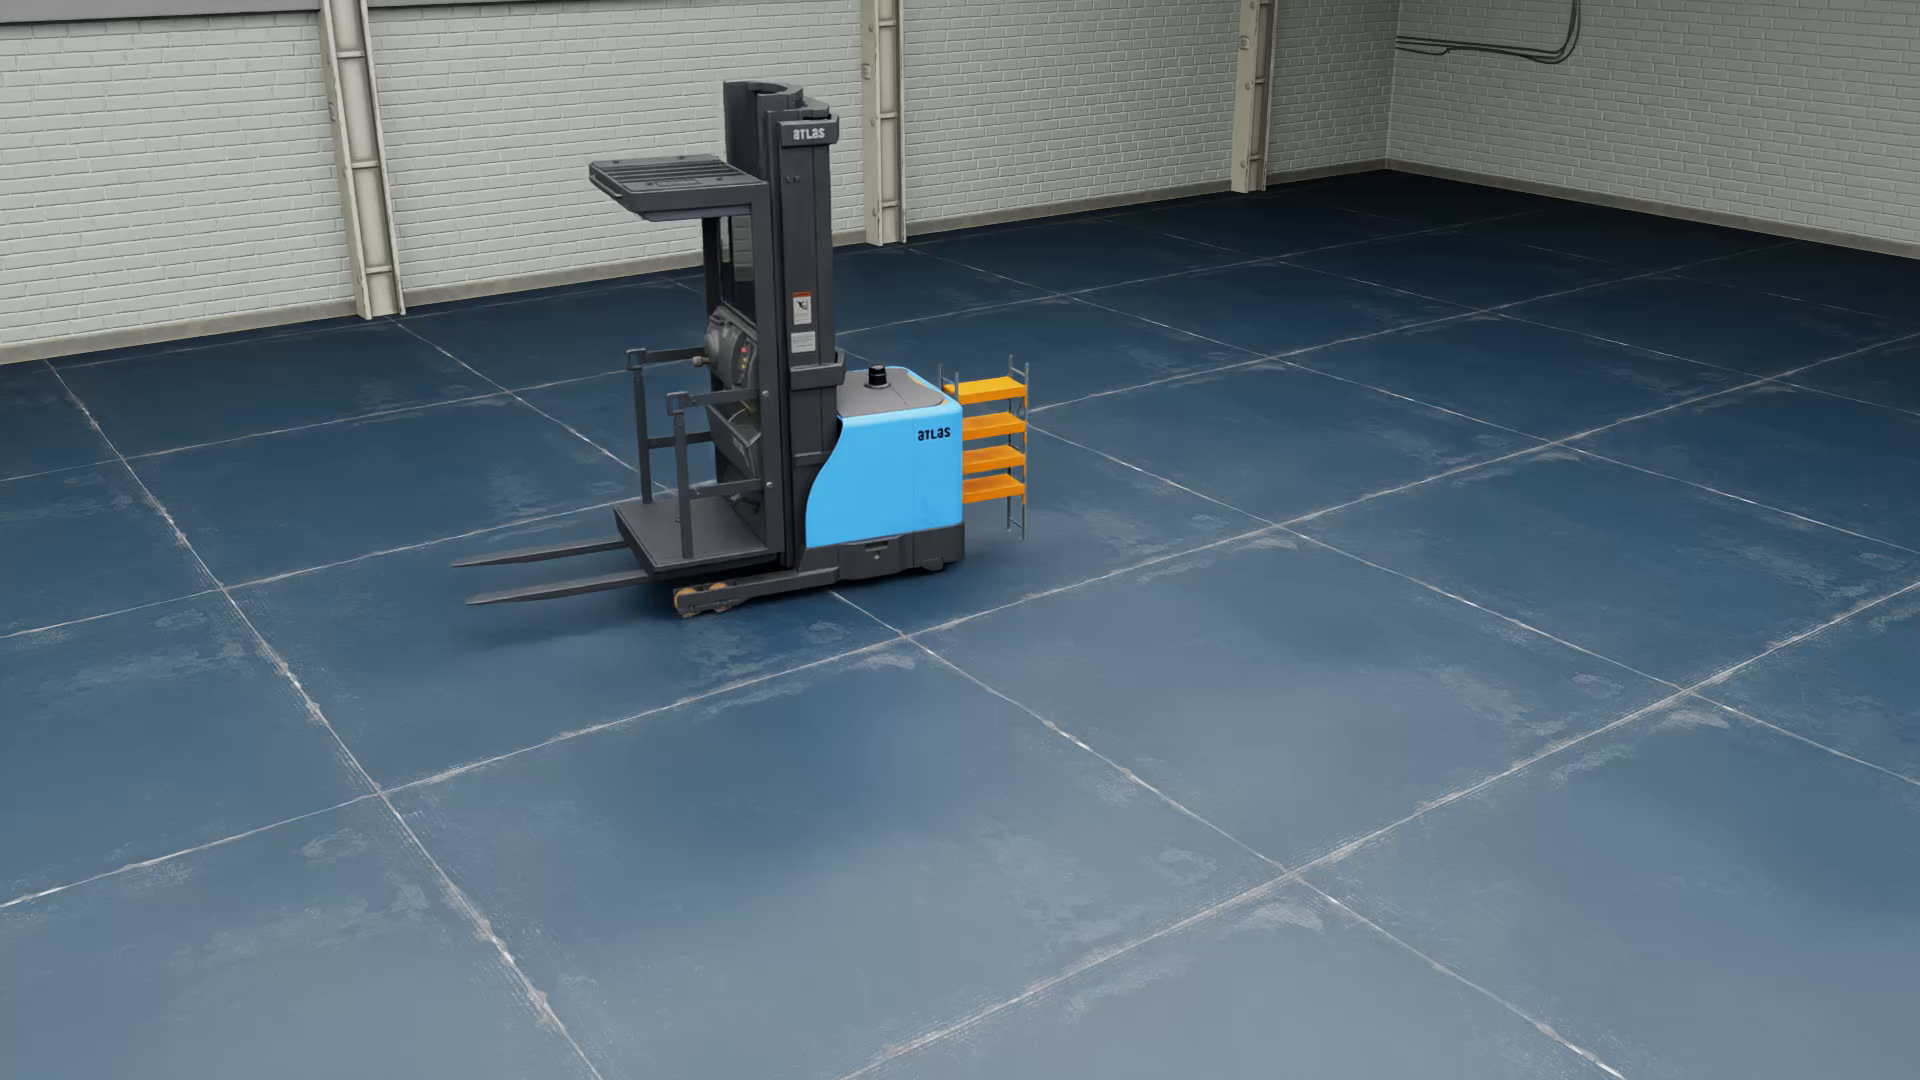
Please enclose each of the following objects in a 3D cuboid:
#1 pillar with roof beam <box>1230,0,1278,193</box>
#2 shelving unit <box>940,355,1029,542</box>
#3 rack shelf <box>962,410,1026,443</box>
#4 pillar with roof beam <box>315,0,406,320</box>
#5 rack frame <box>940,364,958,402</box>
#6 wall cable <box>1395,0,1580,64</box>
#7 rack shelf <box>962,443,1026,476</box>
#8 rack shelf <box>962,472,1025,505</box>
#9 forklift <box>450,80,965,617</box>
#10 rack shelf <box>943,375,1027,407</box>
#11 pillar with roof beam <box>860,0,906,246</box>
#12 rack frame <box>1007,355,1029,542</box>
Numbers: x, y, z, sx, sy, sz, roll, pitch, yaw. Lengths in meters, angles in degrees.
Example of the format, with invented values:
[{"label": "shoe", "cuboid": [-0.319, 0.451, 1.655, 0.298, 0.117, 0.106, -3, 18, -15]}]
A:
[{"label": "pillar with roof beam", "cuboid": [6.501, -7.733, 18.133, 0.400, 9.000, 9.100, -15, 26, -33]}, {"label": "shelving unit", "cuboid": [0.152, -0.548, 10.652, 0.503, 1.200, 0.258, -10, 24, -24]}, {"label": "rack shelf", "cuboid": [0.152, -0.694, 10.594, 0.480, 0.148, 0.258, -10, 24, -24]}, {"label": "pillar with roof beam", "cuboid": [-3.240, -5.135, 11.624, 0.400, 9.000, 9.100, -15, 26, -33]}, {"label": "rack frame", "cuboid": [-0.068, -0.509, 10.553, 0.015, 1.200, 0.240, -10, 24, -24]}, {"label": "wall cable", "cuboid": [7.150, -7.826, 22.555, 0.112, 2.526, 3.097, -15, 26, -33]}, {"label": "rack shelf", "cuboid": [0.152, -0.486, 10.677, 0.480, 0.148, 0.258, -10, 24, -24]}, {"label": "rack shelf", "cuboid": [0.152, -0.302, 10.750, 0.480, 0.148, 0.258, -10, 24, -24]}, {"label": "forklift", "cuboid": [-1.535, -1.131, 9.777, 3.031, 2.935, 1.130, -9, 24, -22]}, {"label": "rack shelf", "cuboid": [0.152, -0.913, 10.506, 0.480, 0.148, 0.258, -10, 24, -24]}, {"label": "pillar with roof beam", "cuboid": [1.630, -6.434, 14.878, 0.400, 9.000, 9.100, -15, 26, -33]}, {"label": "rack frame", "cuboid": [0.372, -0.588, 10.750, 0.015, 1.200, 0.240, -10, 24, -24]}]
